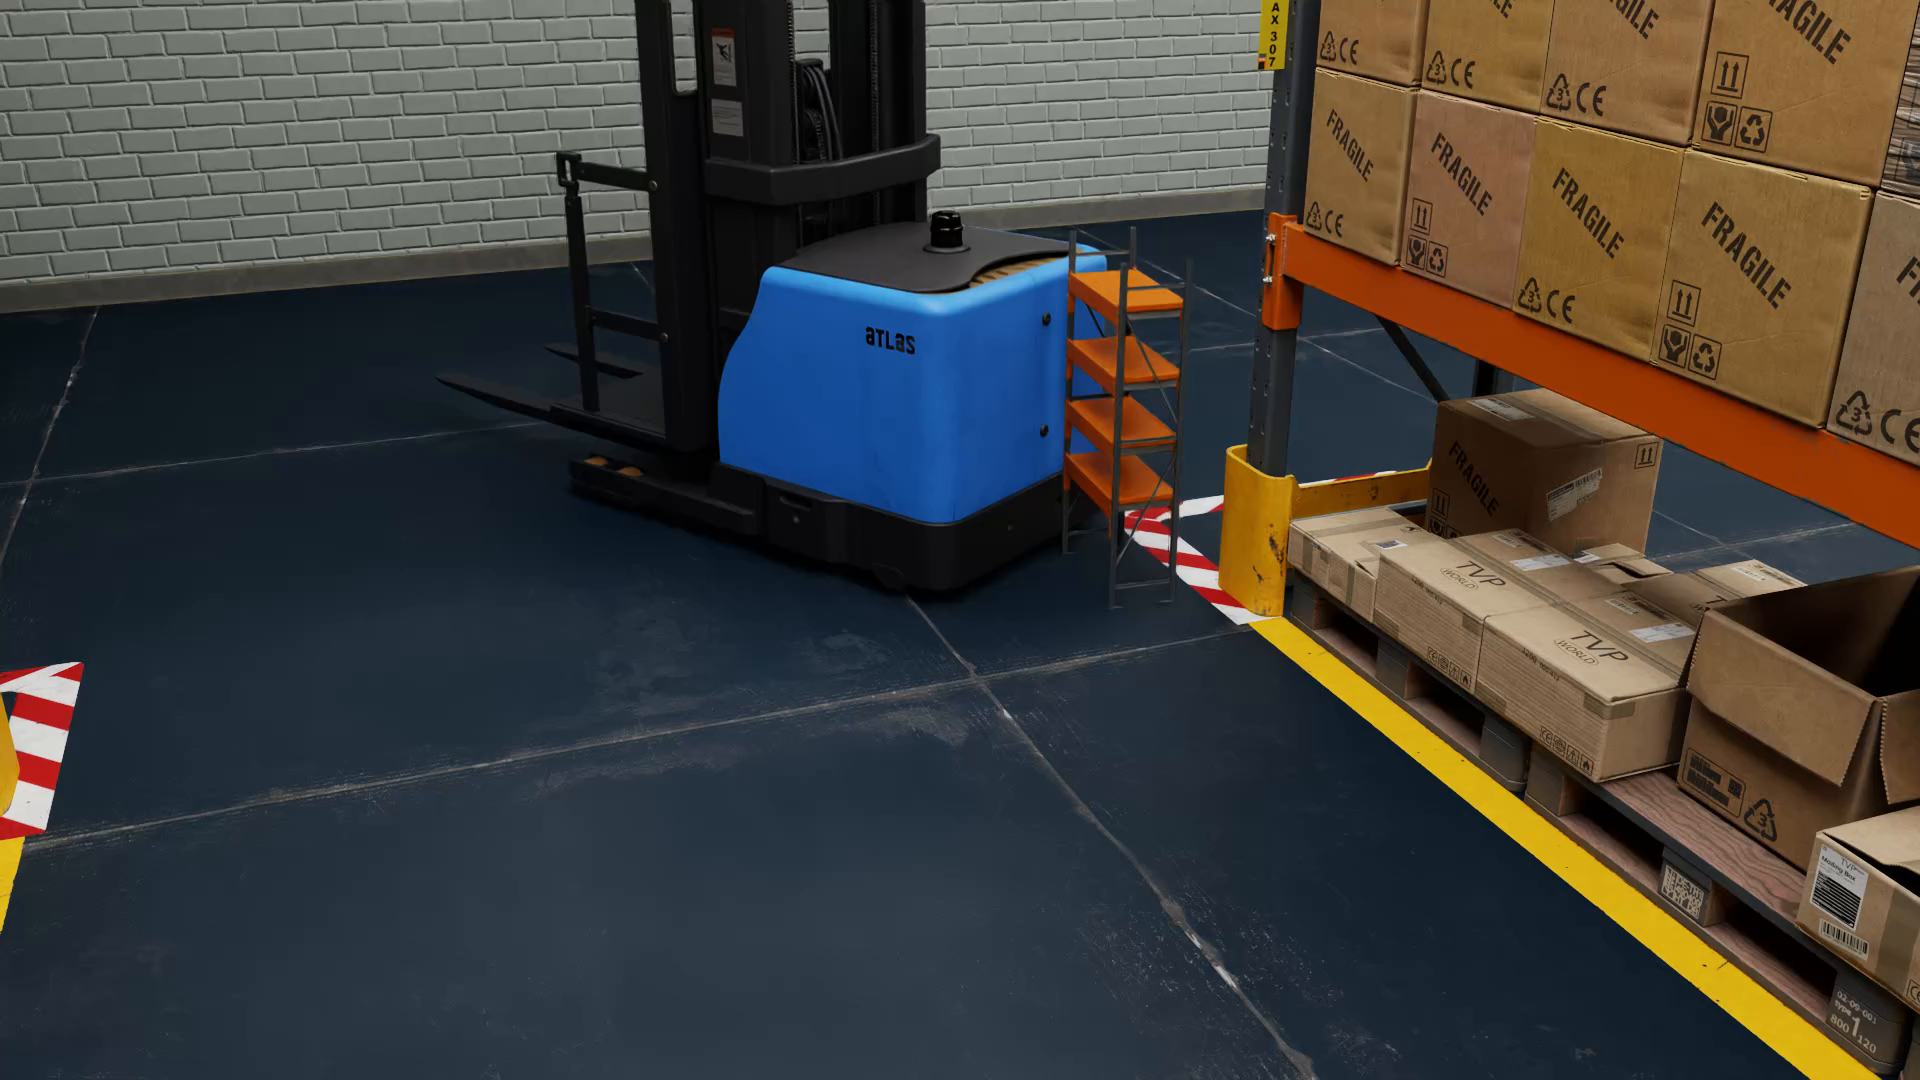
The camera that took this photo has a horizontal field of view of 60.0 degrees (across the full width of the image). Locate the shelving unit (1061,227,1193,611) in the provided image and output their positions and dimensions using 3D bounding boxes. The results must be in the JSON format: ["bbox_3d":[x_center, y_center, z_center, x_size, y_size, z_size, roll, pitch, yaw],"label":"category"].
[{"bbox_3d":[0.555,-0.417,5.696,0.258,1.200,0.503,-6,24,-14],"label":"shelving unit"}]

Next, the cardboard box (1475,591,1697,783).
[{"bbox_3d":[1.753,0.381,4.458,0.500,0.250,0.500,-8,24,-19],"label":"cardboard box"}]

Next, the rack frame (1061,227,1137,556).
[{"bbox_3d":[0.489,-0.509,5.912,0.240,1.200,0.015,-6,24,-14],"label":"rack frame"}]

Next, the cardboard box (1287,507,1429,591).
[{"bbox_3d":[1.299,0.027,5.428,0.380,0.149,0.250,-8,24,-19],"label":"cardboard box"}]

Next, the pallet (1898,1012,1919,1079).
[{"bbox_3d":[2.644,1.205,3.118,1.003,0.211,1.213,-8,24,-19],"label":"pallet"}]

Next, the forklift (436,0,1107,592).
[{"bbox_3d":[-0.933,-1.616,6.310,3.031,2.935,1.130,17,28,34],"label":"forklift"}]

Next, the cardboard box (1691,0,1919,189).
[{"bbox_3d":[1.927,-1.037,3.432,0.500,0.500,0.500,-9,24,-19],"label":"cardboard box"}]

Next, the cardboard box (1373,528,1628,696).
[{"bbox_3d":[1.576,0.199,4.889,0.500,0.250,0.500,-8,24,-19],"label":"cardboard box"}]

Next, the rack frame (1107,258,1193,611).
[{"bbox_3d":[0.622,-0.326,5.479,0.240,1.200,0.015,-6,24,-14],"label":"rack frame"}]

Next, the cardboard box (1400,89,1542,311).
[{"bbox_3d":[1.570,-0.945,4.502,0.500,0.500,0.500,-9,24,-20],"label":"cardboard box"}]

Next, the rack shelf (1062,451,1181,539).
[{"bbox_3d":[0.555,-0.172,5.799,0.258,0.148,0.480,-6,24,-14],"label":"rack shelf"}]

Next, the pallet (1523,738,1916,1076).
[{"bbox_3d":[2.210,0.761,4.172,1.003,0.211,1.213,-8,24,-19],"label":"pallet"}]

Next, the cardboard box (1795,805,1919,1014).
[{"bbox_3d":[2.154,0.766,3.467,0.500,0.311,0.500,-8,24,-19],"label":"cardboard box"}]

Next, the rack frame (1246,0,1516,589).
[{"bbox_3d":[1.473,-1.283,5.433,1.000,3.000,0.127,-8,24,-19],"label":"rack frame"}]

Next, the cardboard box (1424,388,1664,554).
[{"bbox_3d":[1.895,-0.170,5.444,0.500,0.500,0.500,-8,24,-19],"label":"cardboard box"}]

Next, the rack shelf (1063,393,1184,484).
[{"bbox_3d":[0.555,-0.355,5.722,0.258,0.148,0.480,-6,24,-14],"label":"rack shelf"}]

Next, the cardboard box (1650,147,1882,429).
[{"bbox_3d":[1.920,-0.581,3.637,0.500,0.500,0.500,-8,24,-18],"label":"cardboard box"}]

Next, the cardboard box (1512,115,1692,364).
[{"bbox_3d":[1.745,-0.763,4.068,0.500,0.500,0.500,-8,24,-19],"label":"cardboard box"}]

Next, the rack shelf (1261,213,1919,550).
[{"bbox_3d":[2.179,-0.225,3.848,1.077,0.370,4.000,-8,24,-19],"label":"rack shelf"}]

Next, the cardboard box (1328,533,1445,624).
[{"bbox_3d":[1.388,0.110,5.209,0.380,0.166,0.250,-8,24,-19],"label":"cardboard box"}]

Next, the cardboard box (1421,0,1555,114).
[{"bbox_3d":[1.575,-1.404,4.303,0.500,0.500,0.500,-8,24,-18],"label":"cardboard box"}]

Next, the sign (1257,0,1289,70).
[{"bbox_3d":[0.965,-1.608,5.088,0.100,0.325,0.005,-8,24,-19],"label":"sign"}]

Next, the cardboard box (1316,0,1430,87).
[{"bbox_3d":[1.383,-1.593,4.751,0.500,0.500,0.500,-8,24,-17],"label":"cardboard box"}]

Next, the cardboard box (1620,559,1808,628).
[{"bbox_3d":[2.203,0.294,4.664,0.500,0.250,0.500,-8,24,-19],"label":"cardboard box"}]

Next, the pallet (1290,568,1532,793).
[{"bbox_3d":[1.782,0.319,5.222,1.003,0.211,1.213,-8,24,-19],"label":"pallet"}]

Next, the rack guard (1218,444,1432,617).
[{"bbox_3d":[1.500,-0.104,5.853,1.175,0.500,0.348,-8,24,-19],"label":"rack guard"}]

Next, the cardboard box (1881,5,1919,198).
[{"bbox_3d":[2.104,-0.854,2.998,0.500,0.500,0.500,-8,24,-19],"label":"cardboard box"}]

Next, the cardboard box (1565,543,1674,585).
[{"bbox_3d":[1.954,0.143,5.131,0.380,0.166,0.250,-8,24,-19],"label":"cardboard box"}]

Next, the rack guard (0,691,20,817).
[{"bbox_3d":[-3.169,0.541,4.323,1.175,0.500,0.348,-8,24,-19],"label":"rack guard"}]

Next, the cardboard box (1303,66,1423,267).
[{"bbox_3d":[1.383,-1.132,4.945,0.500,0.500,0.500,-8,24,-18],"label":"cardboard box"}]

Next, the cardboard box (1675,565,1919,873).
[{"bbox_3d":[2.217,0.436,4.002,0.797,0.503,0.637,-8,24,-19],"label":"cardboard box"}]

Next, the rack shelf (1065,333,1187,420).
[{"bbox_3d":[0.555,-0.562,5.635,0.258,0.148,0.480,-6,24,-14],"label":"rack shelf"}]

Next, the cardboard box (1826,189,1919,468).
[{"bbox_3d":[2.102,-0.396,3.199,0.500,0.500,0.500,-8,24,-18],"label":"cardboard box"}]

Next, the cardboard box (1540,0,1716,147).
[{"bbox_3d":[1.747,-1.221,3.870,0.500,0.500,0.500,-8,24,-18],"label":"cardboard box"}]

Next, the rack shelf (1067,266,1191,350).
[{"bbox_3d":[0.555,-0.780,5.543,0.258,0.148,0.480,-6,24,-14],"label":"rack shelf"}]
